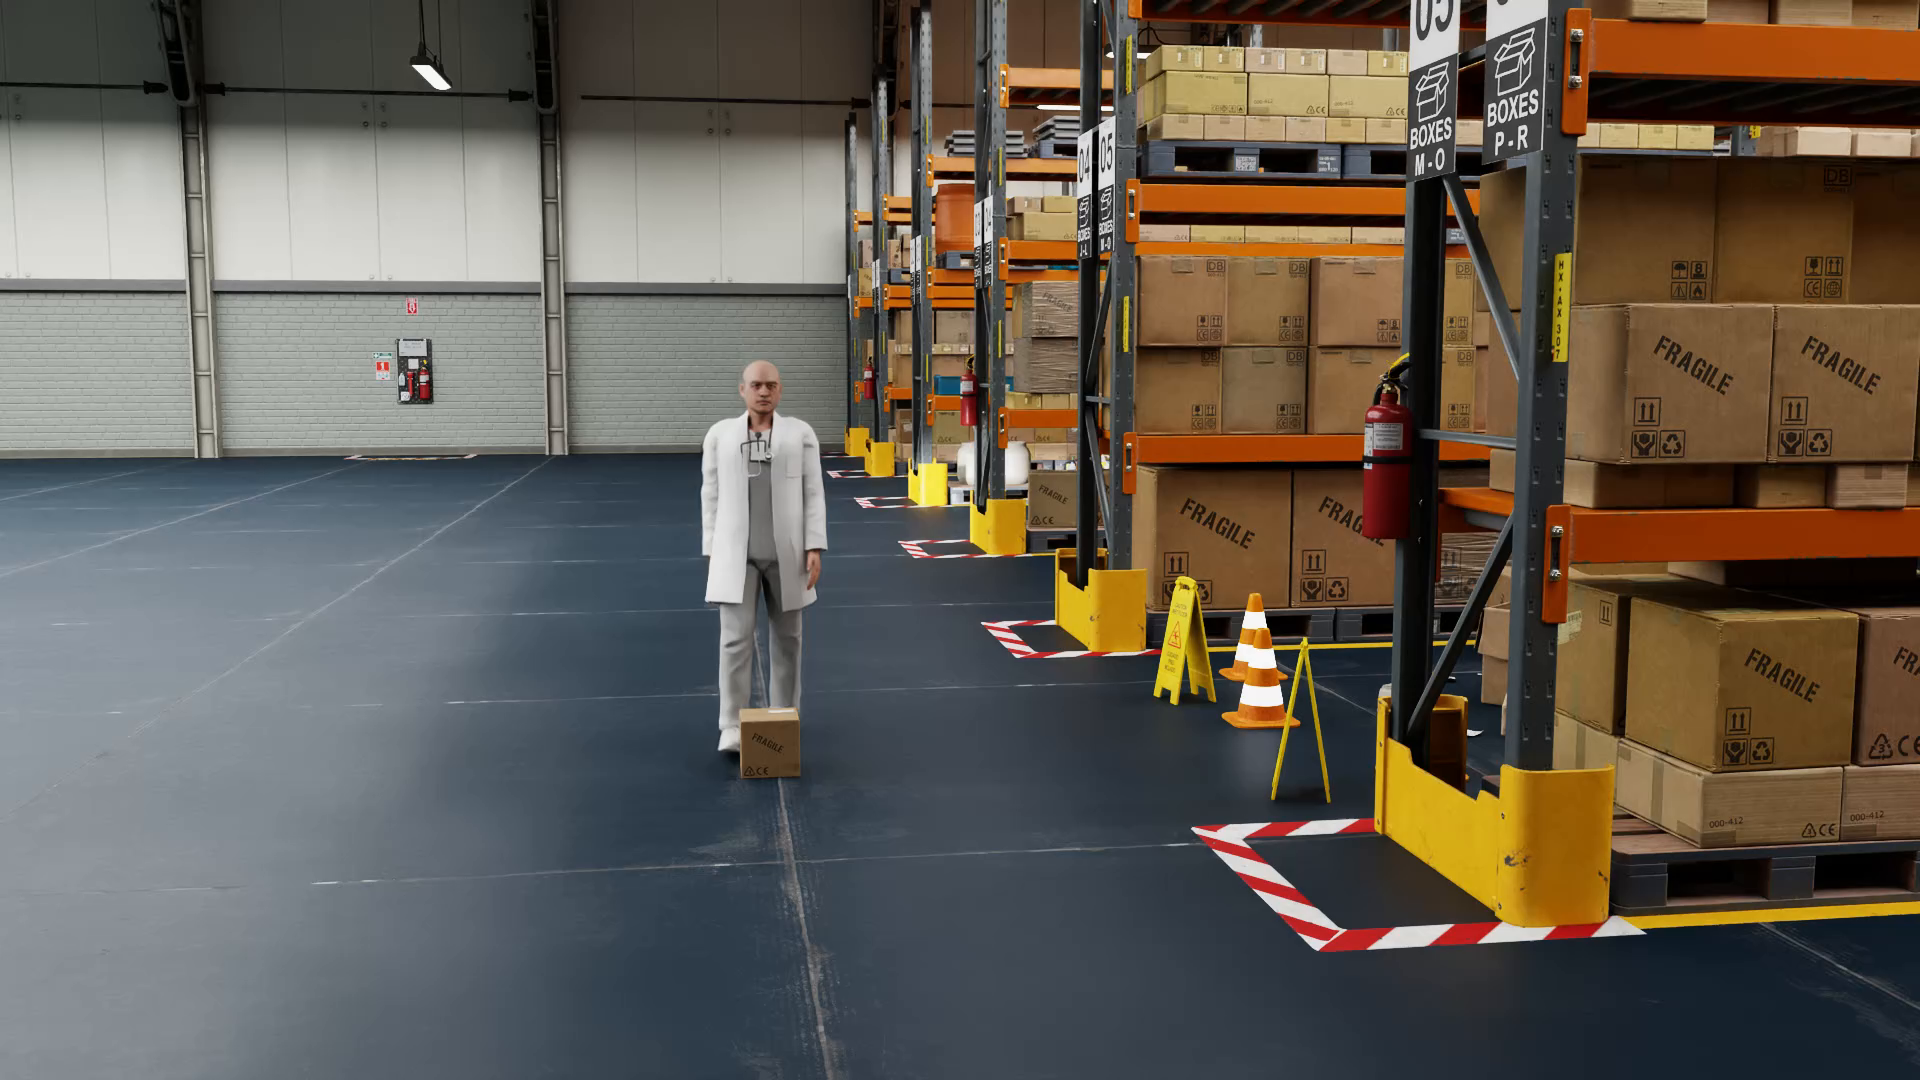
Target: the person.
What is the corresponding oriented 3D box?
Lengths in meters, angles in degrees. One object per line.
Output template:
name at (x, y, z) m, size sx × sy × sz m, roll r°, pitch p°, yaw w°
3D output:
person at (-0.891, 0.093, 7.592) m, size 0.566 × 1.817 × 0.562 m, roll -1°, pitch 6°, yaw -7°
